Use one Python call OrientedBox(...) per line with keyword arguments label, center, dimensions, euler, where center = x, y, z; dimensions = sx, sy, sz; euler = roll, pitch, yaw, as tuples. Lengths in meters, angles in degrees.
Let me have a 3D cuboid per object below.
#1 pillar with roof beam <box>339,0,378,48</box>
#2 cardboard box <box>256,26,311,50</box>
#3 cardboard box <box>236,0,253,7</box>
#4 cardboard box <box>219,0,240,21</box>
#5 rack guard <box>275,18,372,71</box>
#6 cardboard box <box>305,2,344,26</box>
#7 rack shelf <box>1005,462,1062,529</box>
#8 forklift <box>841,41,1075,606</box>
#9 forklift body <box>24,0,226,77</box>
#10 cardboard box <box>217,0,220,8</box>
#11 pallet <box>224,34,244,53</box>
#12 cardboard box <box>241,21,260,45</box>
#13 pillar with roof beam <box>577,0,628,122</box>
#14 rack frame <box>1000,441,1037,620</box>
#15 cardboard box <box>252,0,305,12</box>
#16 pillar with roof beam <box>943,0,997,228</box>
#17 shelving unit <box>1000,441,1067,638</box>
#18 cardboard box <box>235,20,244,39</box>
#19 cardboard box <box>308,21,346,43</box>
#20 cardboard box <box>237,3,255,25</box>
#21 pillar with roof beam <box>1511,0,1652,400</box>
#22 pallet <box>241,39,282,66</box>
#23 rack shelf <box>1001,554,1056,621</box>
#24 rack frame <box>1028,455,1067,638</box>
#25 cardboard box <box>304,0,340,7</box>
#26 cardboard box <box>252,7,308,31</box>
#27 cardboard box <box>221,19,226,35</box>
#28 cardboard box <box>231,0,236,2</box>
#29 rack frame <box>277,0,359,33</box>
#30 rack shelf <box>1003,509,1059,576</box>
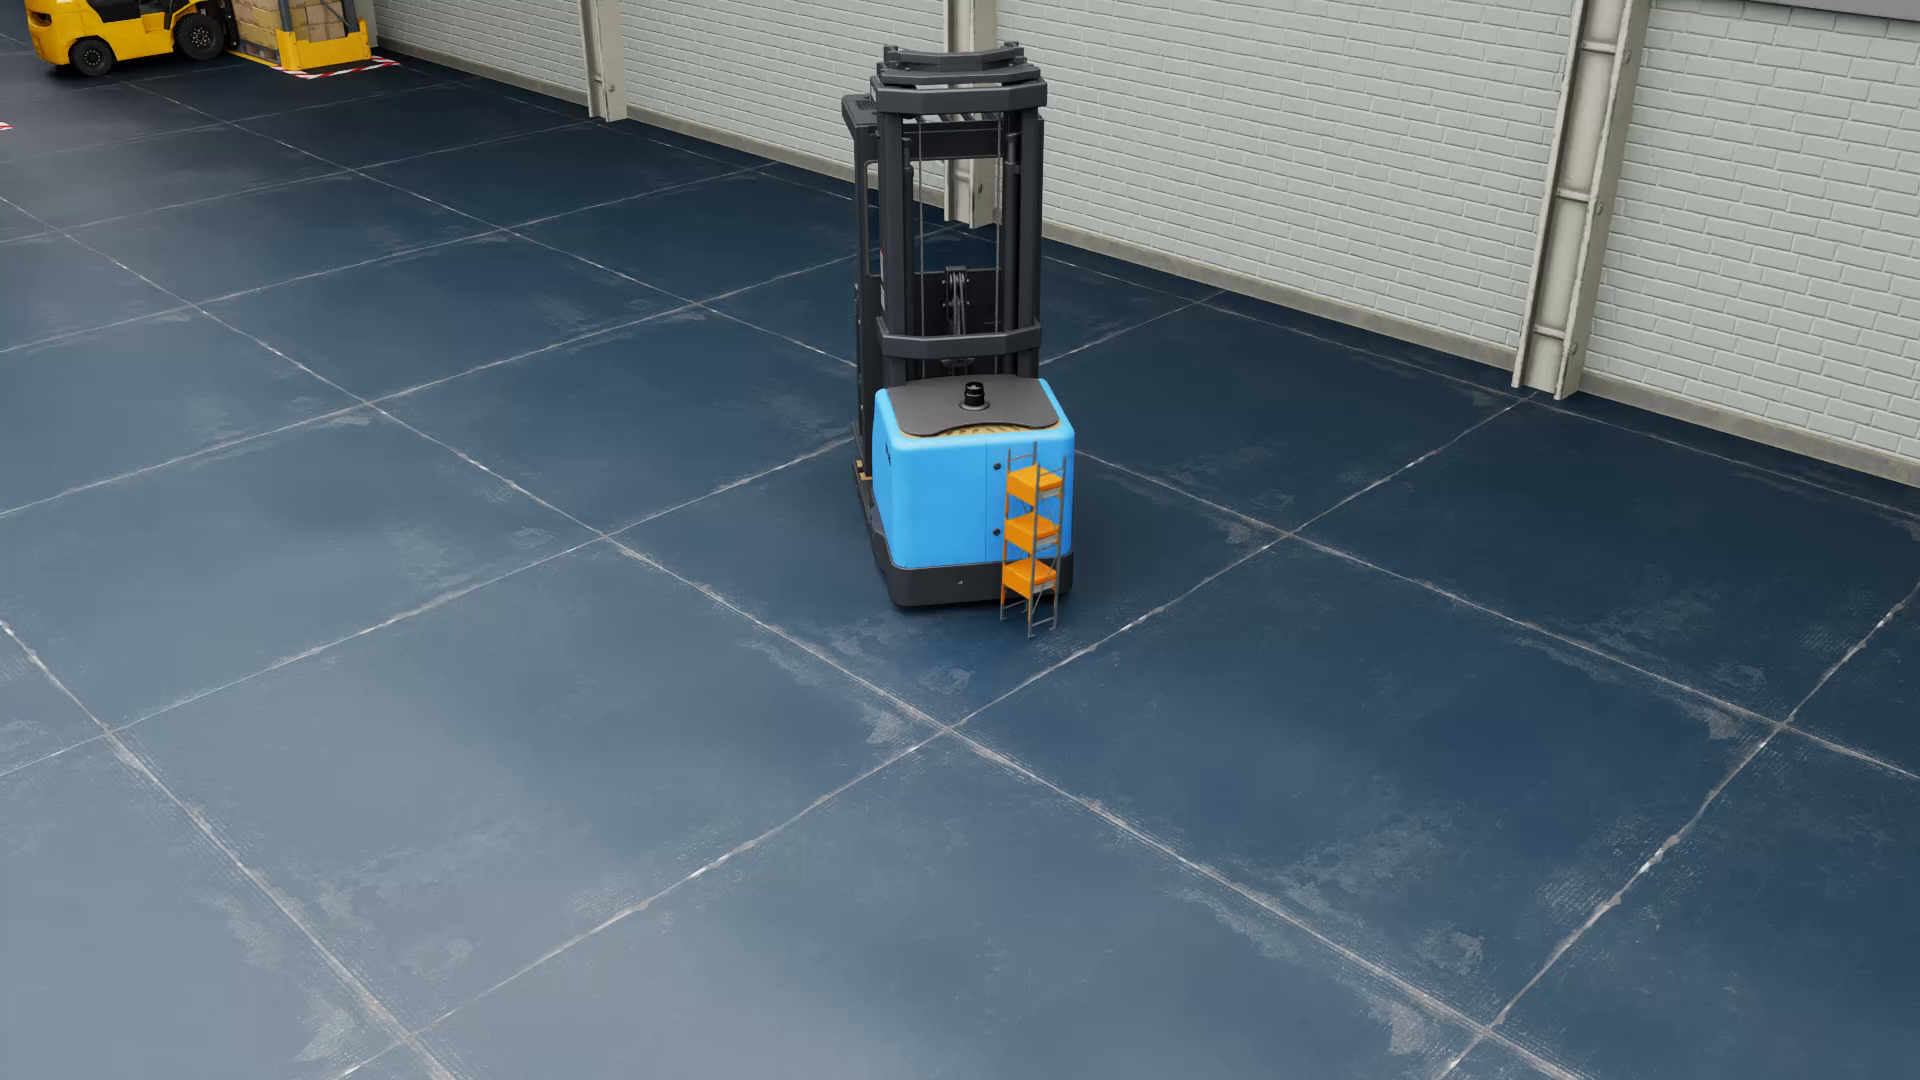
OrientedBox(label="pillar with roof beam", center=(-11.483, -9.567, 18.775), dimensions=(0.400, 9.000, 9.100), euler=(25, 36, 38))
OrientedBox(label="cardboard box", center=(-9.157, -6.831, 22.522), dimensions=(0.500, 0.250, 0.500), euler=(25, 37, 39))
OrientedBox(label="cardboard box", center=(-9.516, -7.437, 22.599), dimensions=(0.500, 0.250, 0.500), euler=(-25, 36, -38))
OrientedBox(label="cardboard box", center=(-9.900, -7.388, 23.043), dimensions=(0.500, 0.250, 0.500), euler=(24, 36, 37))
OrientedBox(label="rack guard", center=(-8.583, -6.700, 22.454), dimensions=(0.348, 0.500, 1.175), euler=(25, 36, 38))
OrientedBox(label="cardboard box", center=(-8.790, -7.226, 22.736), dimensions=(0.500, 0.250, 0.500), euler=(-25, 36, -38))
OrientedBox(label="rack shelf", center=(0.404, -0.243, 8.988), dimensions=(0.215, 0.259, 0.240), euler=(-18, 32, -34))
OrientedBox(label="forklift", center=(-0.104, -1.586, 10.117), dimensions=(1.130, 2.935, 3.031), euler=(-4, 28, -8))
OrientedBox(label="forklift body", center=(-11.232, -7.452, 22.110), dimensions=(1.214, 2.155, 2.313), euler=(25, 36, 38))
OrientedBox(label="cardboard box", center=(-10.254, -7.552, 23.356), dimensions=(0.500, 0.250, 0.500), euler=(24, 36, 38))
OrientedBox(label="pallet", center=(-10.041, -7.213, 23.742), dimensions=(1.213, 0.211, 1.003), euler=(25, 36, 38))
OrientedBox(label="cardboard box", center=(-9.505, -6.997, 22.836), dimensions=(0.500, 0.250, 0.500), euler=(25, 36, 38))
OrientedBox(label="pillar with roof beam", center=(-7.205, -7.609, 15.052), dimensions=(0.400, 9.000, 9.100), euler=(25, 36, 38))
OrientedBox(label="rack frame", center=(0.322, -0.043, 9.195), dimensions=(0.200, 1.050, 0.008), euler=(-18, 32, -34))
OrientedBox(label="cardboard box", center=(-9.148, -7.272, 22.286), dimensions=(0.500, 0.250, 0.500), euler=(-24, 36, -38))
OrientedBox(label="pillar with roof beam", center=(-2.927, -5.651, 11.329), dimensions=(0.400, 9.000, 9.100), euler=(25, 36, 38))
OrientedBox(label="shelving unit", center=(0.397, 0.002, 9.109), dimensions=(0.215, 1.050, 0.252), euler=(-18, 32, -34))
OrientedBox(label="cardboard box", center=(-9.856, -7.163, 23.153), dimensions=(0.500, 0.250, 0.500), euler=(-25, 37, -39))
OrientedBox(label="cardboard box", center=(-8.814, -7.008, 22.858), dimensions=(0.500, 0.250, 0.500), euler=(25, 37, 39))
OrientedBox(label="cardboard box", center=(-9.517, -7.226, 22.736), dimensions=(0.500, 0.250, 0.500), euler=(24, 36, 38))
OrientedBox(label="pillar with roof beam", center=(1.352, -3.694, 7.606), dimensions=(0.400, 9.000, 9.100), euler=(25, 36, 38))
OrientedBox(label="pallet", center=(-9.175, -6.815, 22.985), dimensions=(1.213, 0.211, 1.003), euler=(25, 36, 38))
OrientedBox(label="rack shelf", center=(0.389, 0.260, 9.237), dimensions=(0.215, 0.259, 0.240), euler=(-18, 32, -34))
OrientedBox(label="rack frame", center=(0.471, 0.046, 9.024), dimensions=(0.200, 1.050, 0.008), euler=(-18, 32, -34))
OrientedBox(label="cardboard box", center=(-8.811, -7.445, 22.615), dimensions=(0.500, 0.250, 0.500), euler=(24, 36, 38))
OrientedBox(label="cardboard box", center=(-9.167, -7.059, 22.418), dimensions=(0.500, 0.250, 0.500), euler=(24, 36, 38))
OrientedBox(label="cardboard box", center=(-10.242, -7.325, 23.461), dimensions=(0.500, 0.250, 0.500), euler=(-24, 36, -38))
OrientedBox(label="cardboard box", center=(-9.883, -7.598, 22.906), dimensions=(0.500, 0.250, 0.500), euler=(-25, 37, -39))
OrientedBox(label="rack frame", center=(-8.601, -7.814, 21.888), dimensions=(0.127, 3.000, 1.000), euler=(25, 36, 38))
OrientedBox(label="rack shelf", center=(0.396, 0.011, 9.114), dimensions=(0.215, 0.259, 0.240), euler=(-18, 32, -34))
